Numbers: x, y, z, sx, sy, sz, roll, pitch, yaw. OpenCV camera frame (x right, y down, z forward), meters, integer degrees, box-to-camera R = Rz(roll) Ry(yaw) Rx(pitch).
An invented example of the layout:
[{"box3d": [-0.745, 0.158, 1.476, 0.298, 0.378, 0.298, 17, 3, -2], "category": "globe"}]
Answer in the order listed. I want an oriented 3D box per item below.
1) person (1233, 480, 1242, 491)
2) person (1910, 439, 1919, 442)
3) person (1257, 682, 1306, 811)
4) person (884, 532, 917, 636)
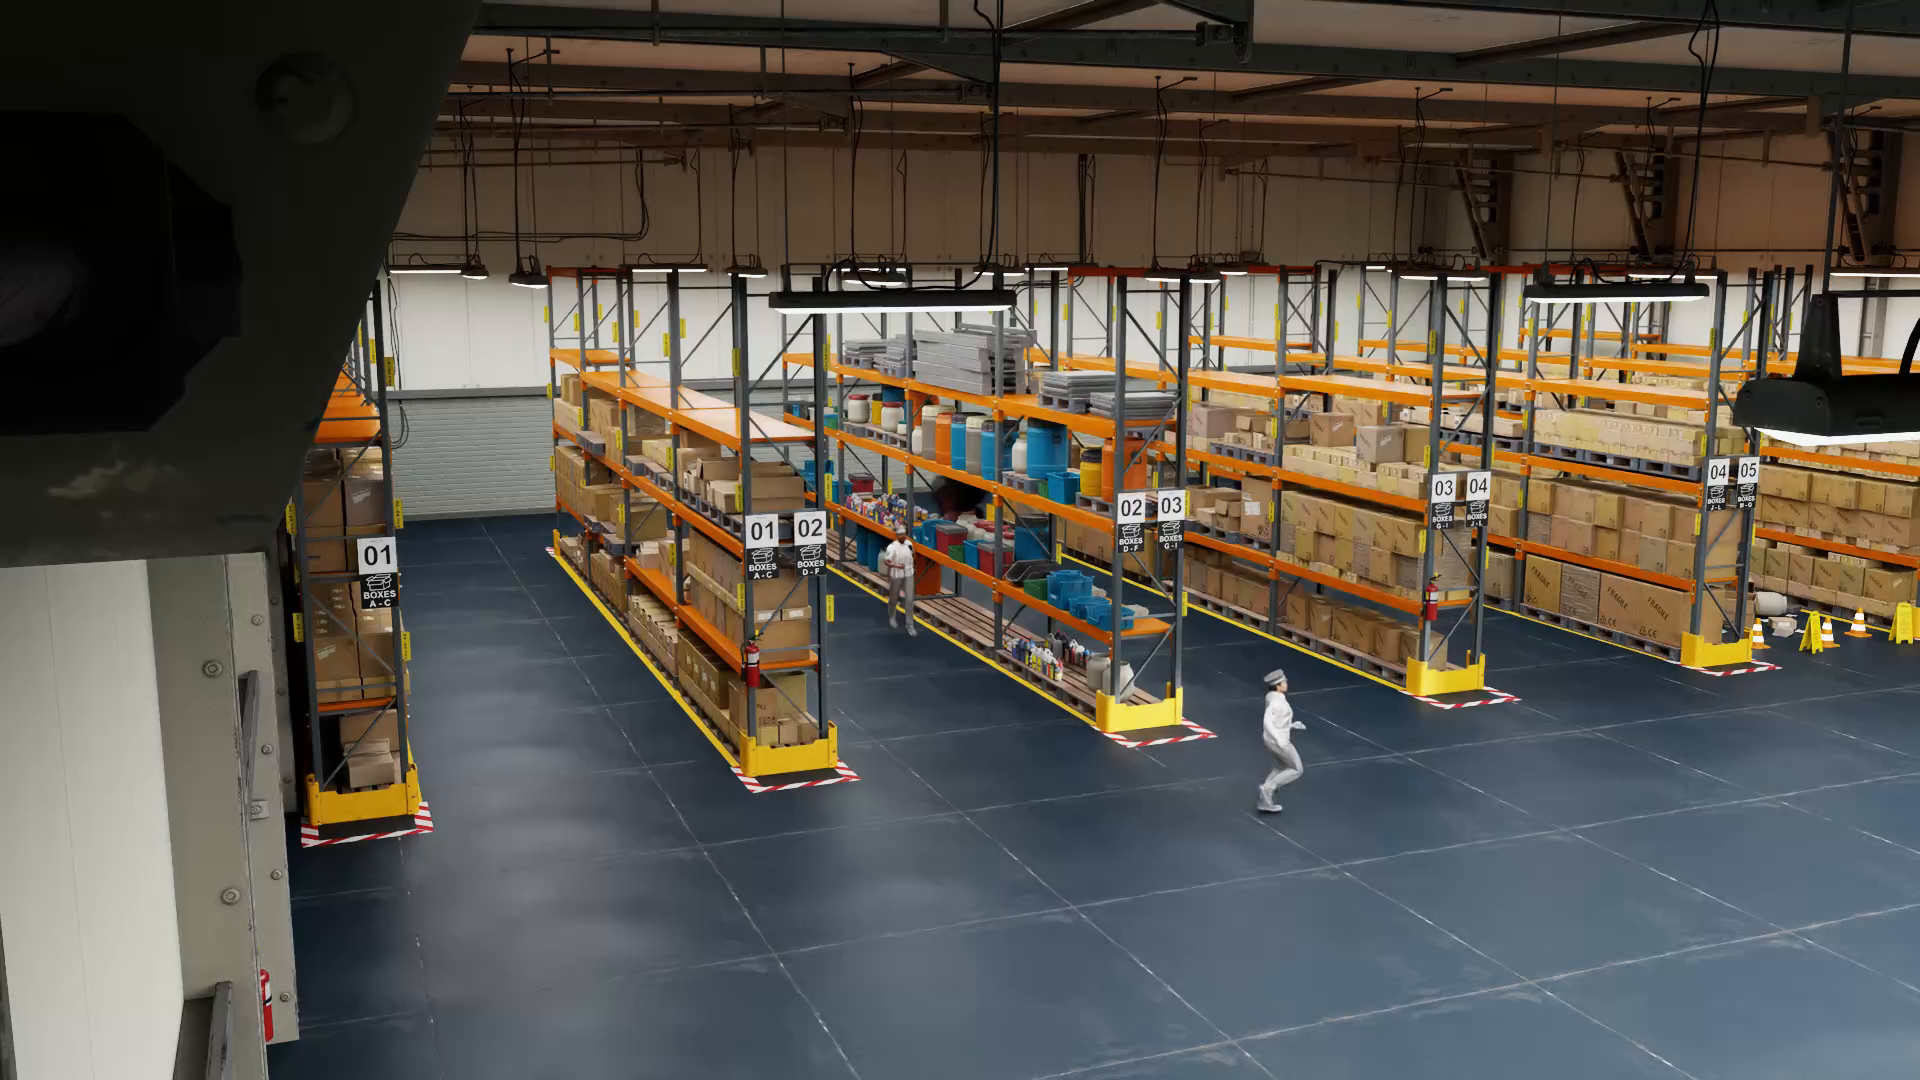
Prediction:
[{"box3d": [6.947, -1.608, 41.332, 0.536, 1.594, 0.730, 9, 13, 42], "category": "person"}, {"box3d": [14.375, -1.300, 34.266, 2.600, 3.286, 13.815, -4, 11, -22], "category": "person"}, {"box3d": [3.648, 2.296, 18.837, 0.548, 1.601, 0.600, 0, 10, -2], "category": "person"}, {"box3d": [-0.931, 0.629, 26.572, 0.587, 1.699, 0.838, -4, 11, -20], "category": "person"}]
